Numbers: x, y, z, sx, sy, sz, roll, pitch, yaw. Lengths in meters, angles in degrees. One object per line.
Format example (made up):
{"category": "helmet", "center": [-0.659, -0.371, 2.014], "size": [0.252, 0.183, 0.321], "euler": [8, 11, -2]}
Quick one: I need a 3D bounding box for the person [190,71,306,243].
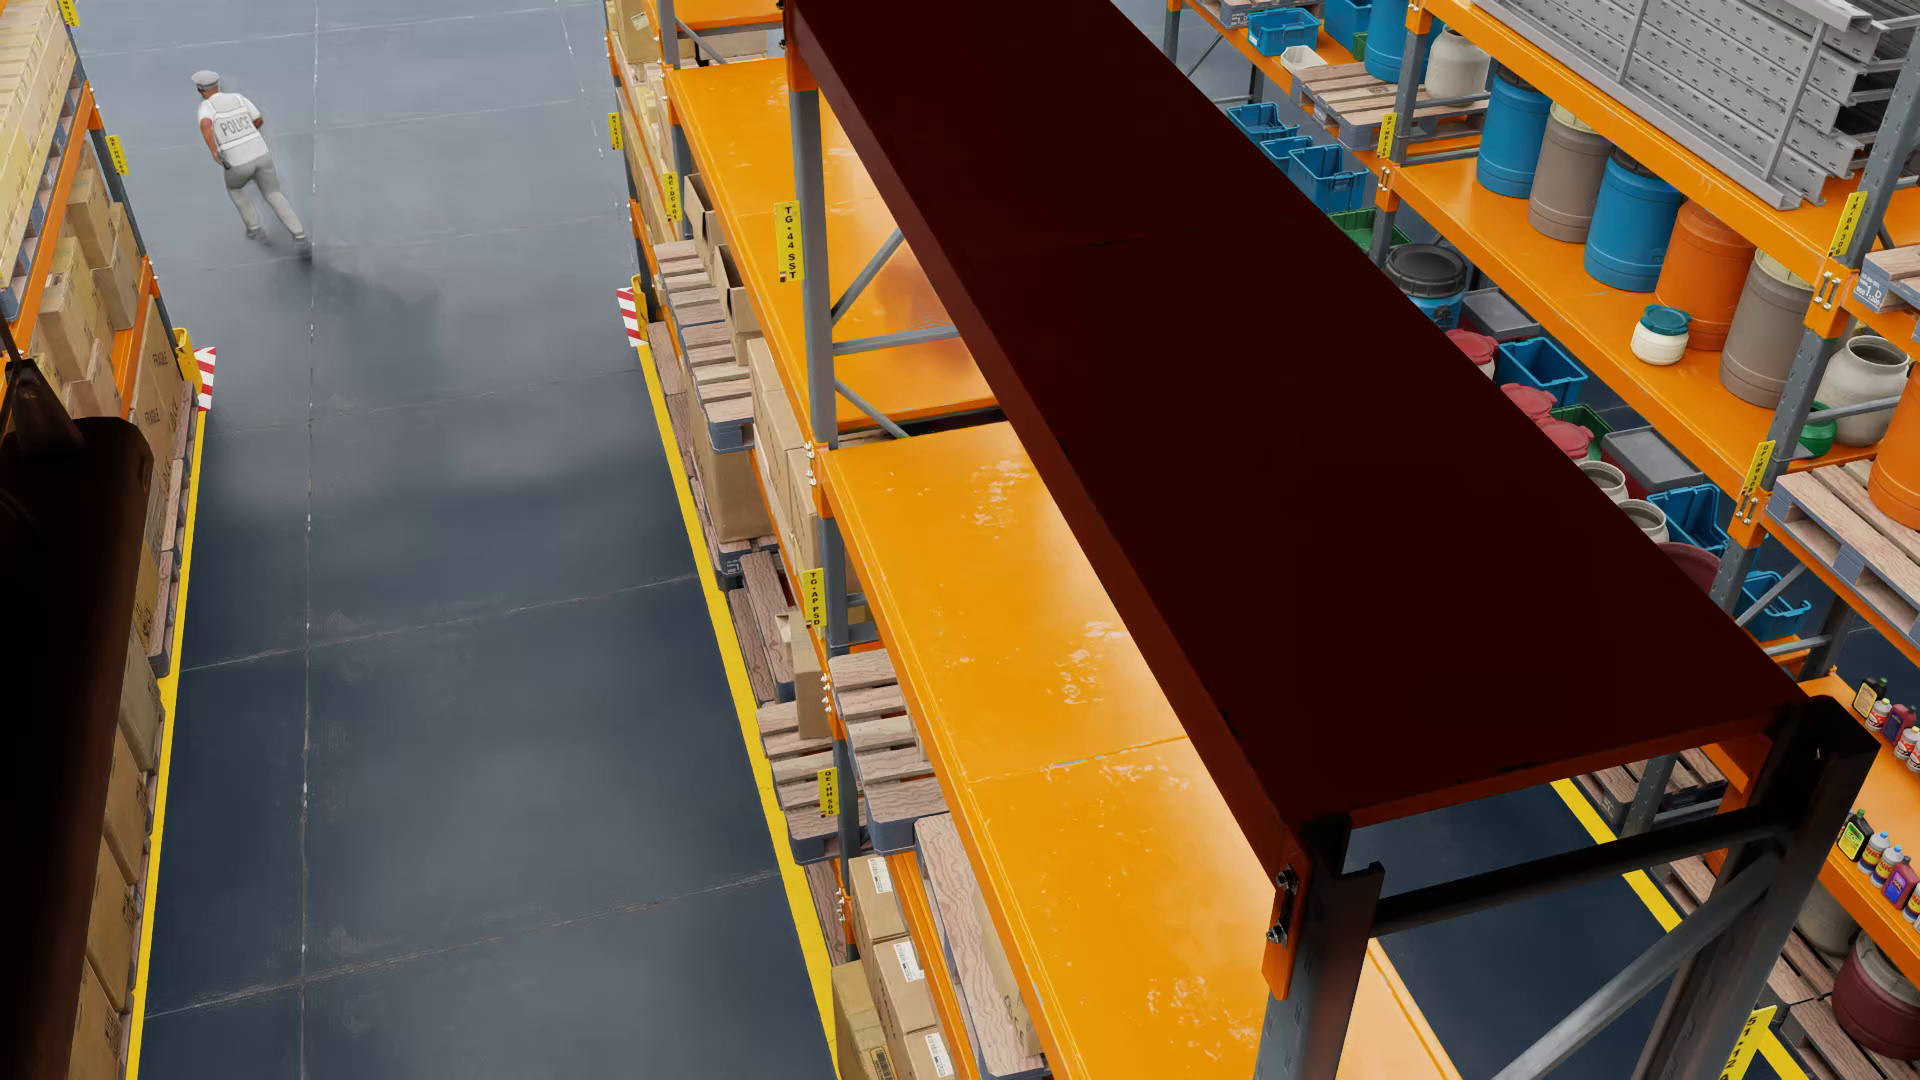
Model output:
{"category": "person", "center": [-6.853, -3.585, 16.077], "size": [1.014, 1.719, 0.707], "euler": [24, 44, 27]}
